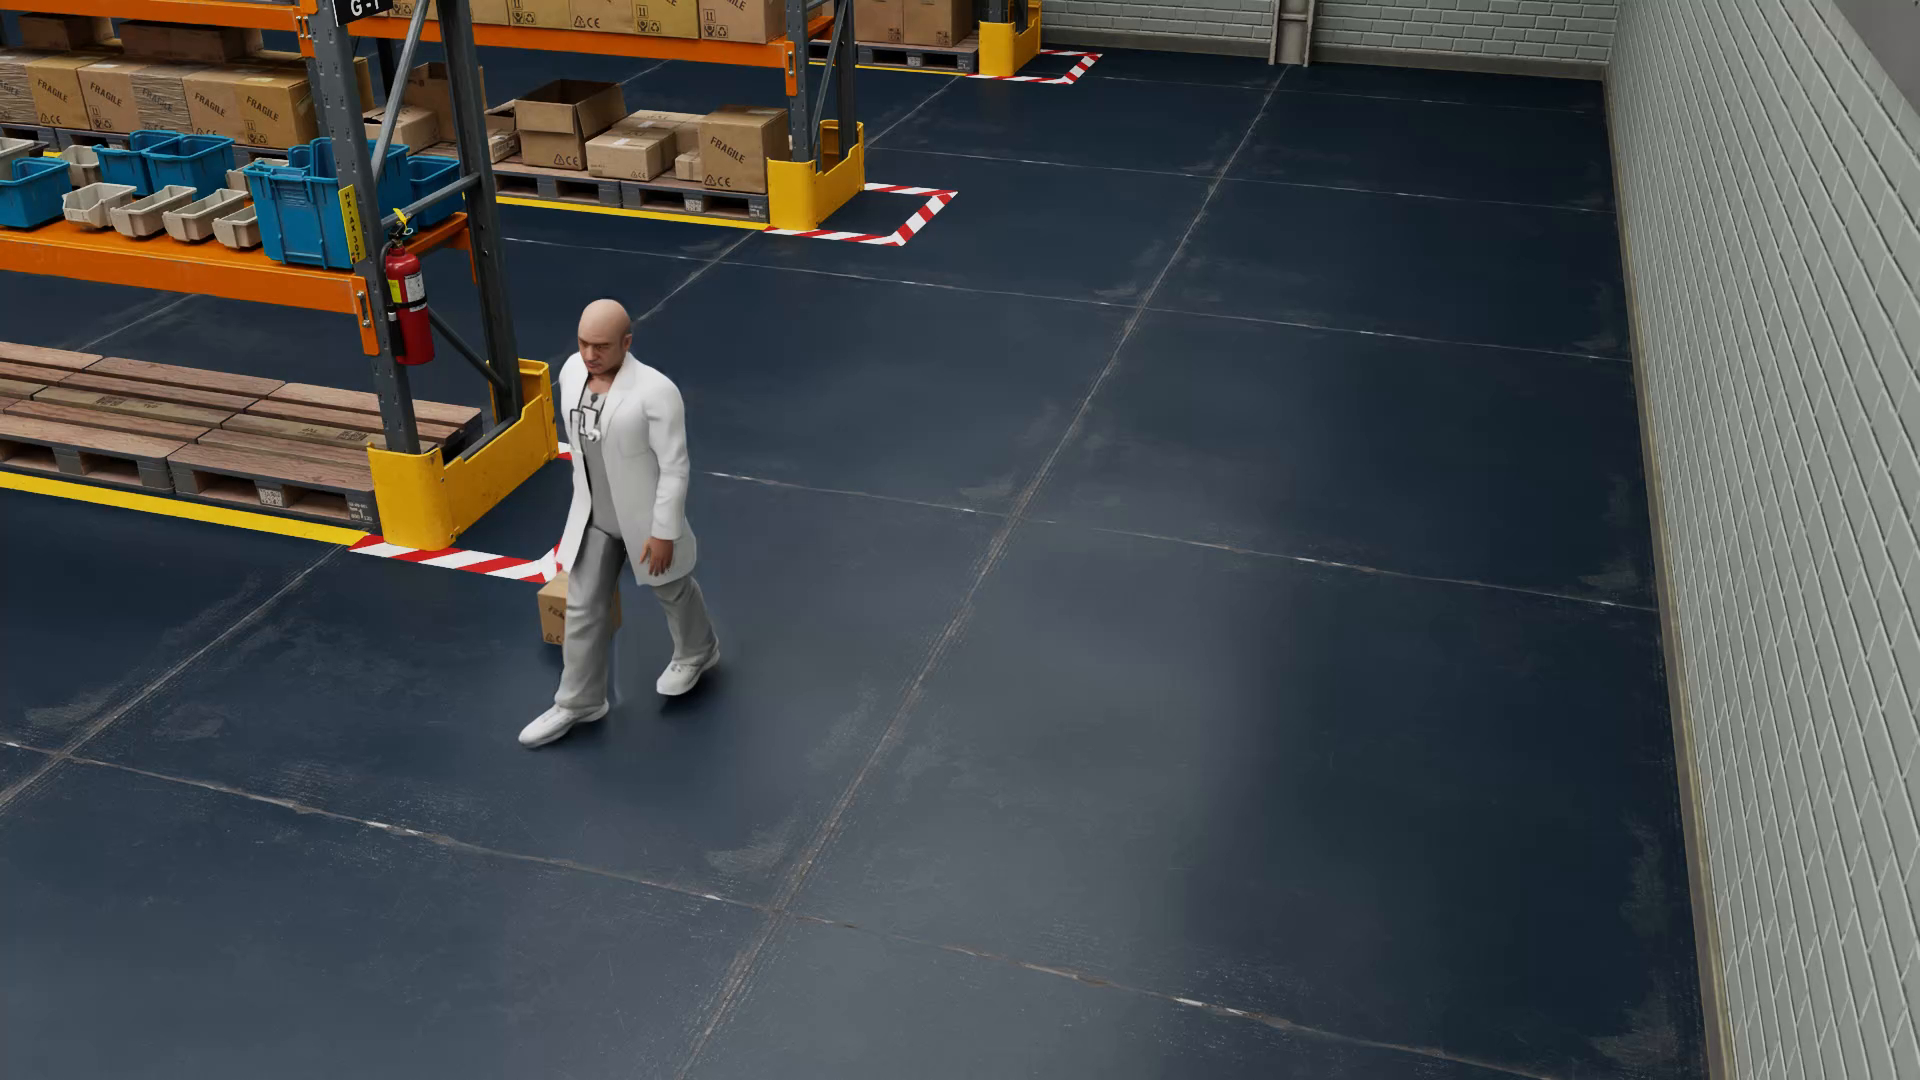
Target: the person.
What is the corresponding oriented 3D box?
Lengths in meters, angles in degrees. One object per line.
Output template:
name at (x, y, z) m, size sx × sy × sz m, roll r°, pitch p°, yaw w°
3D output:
person at (-1.272, -0.088, 6.294) m, size 0.648 × 1.779 × 0.835 m, roll 13°, pitch 31°, yaw 22°
